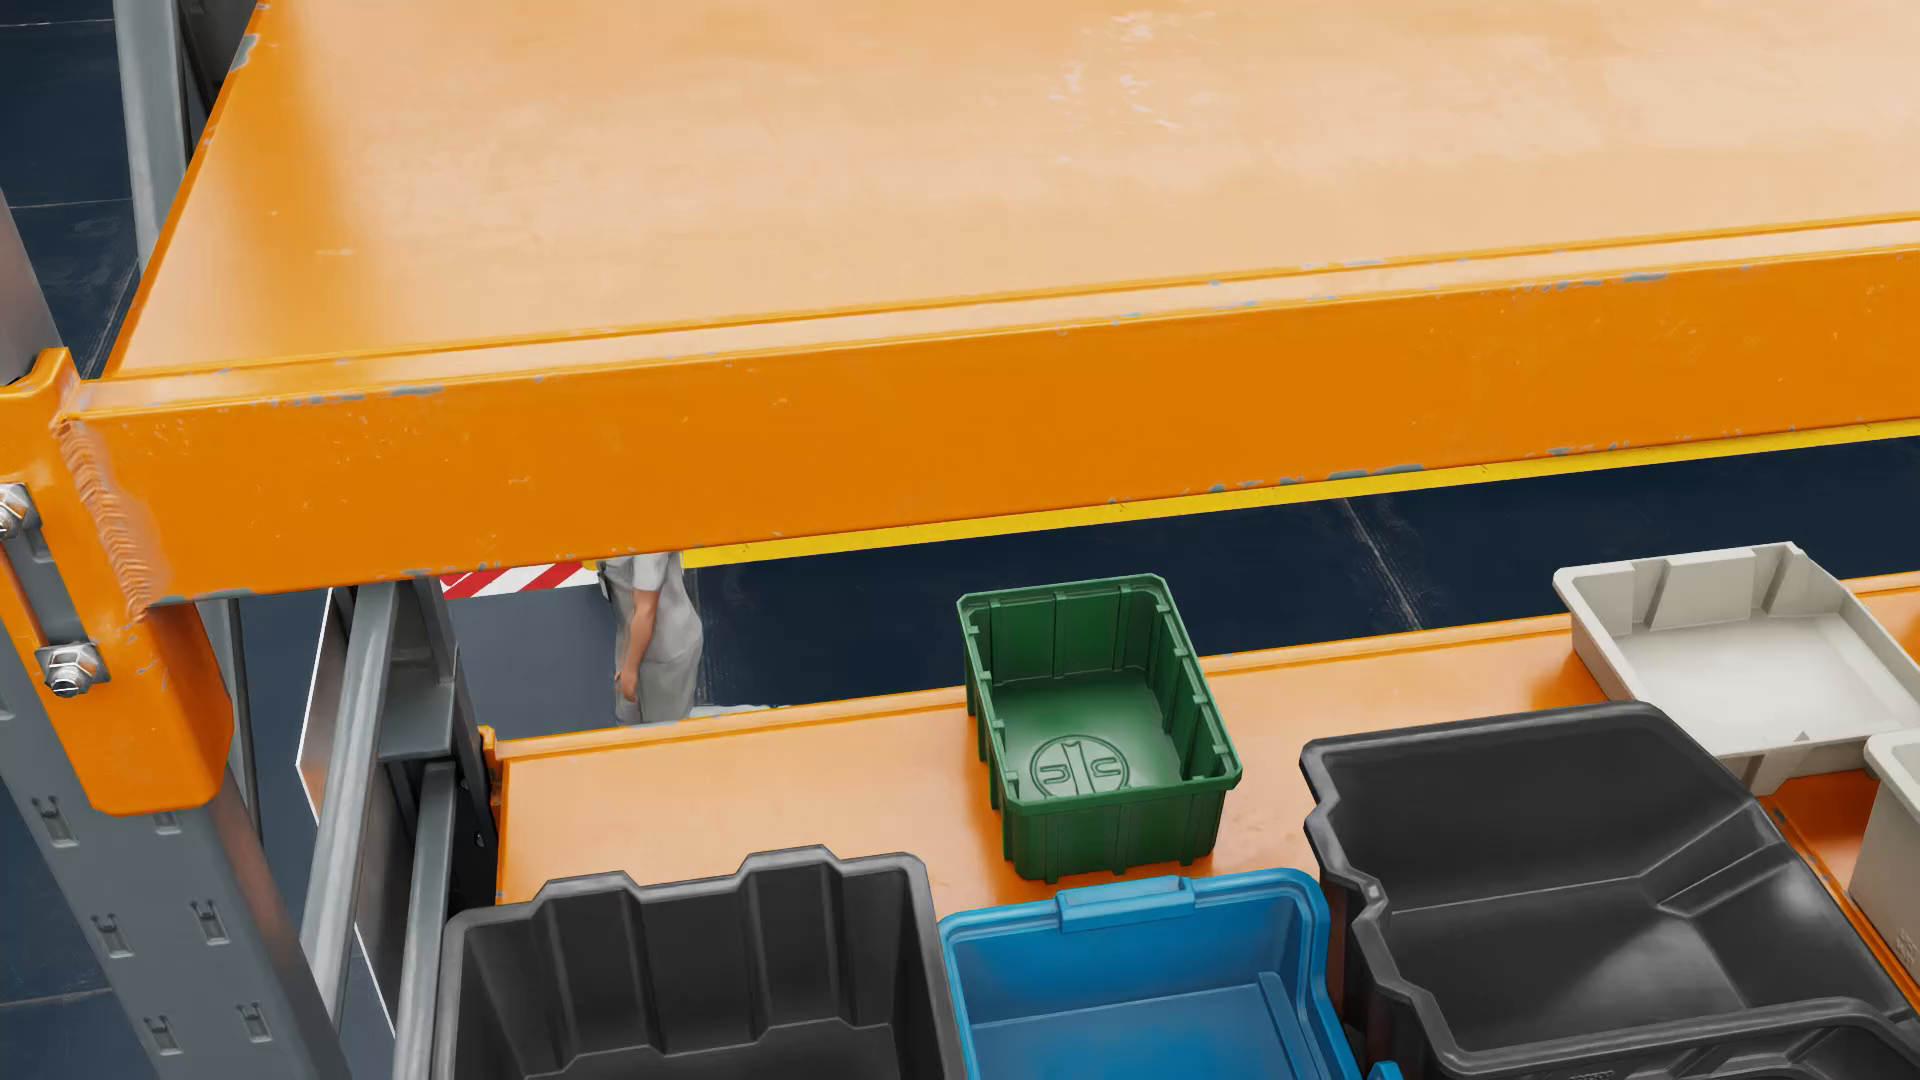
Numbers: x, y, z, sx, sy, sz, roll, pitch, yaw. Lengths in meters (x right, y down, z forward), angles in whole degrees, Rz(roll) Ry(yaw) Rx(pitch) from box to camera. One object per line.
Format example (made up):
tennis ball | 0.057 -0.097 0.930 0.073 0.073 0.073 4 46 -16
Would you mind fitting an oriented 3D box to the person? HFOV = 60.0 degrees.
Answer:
person | -1.016 0.294 5.776 0.737 1.644 0.455 -20 43 -23
